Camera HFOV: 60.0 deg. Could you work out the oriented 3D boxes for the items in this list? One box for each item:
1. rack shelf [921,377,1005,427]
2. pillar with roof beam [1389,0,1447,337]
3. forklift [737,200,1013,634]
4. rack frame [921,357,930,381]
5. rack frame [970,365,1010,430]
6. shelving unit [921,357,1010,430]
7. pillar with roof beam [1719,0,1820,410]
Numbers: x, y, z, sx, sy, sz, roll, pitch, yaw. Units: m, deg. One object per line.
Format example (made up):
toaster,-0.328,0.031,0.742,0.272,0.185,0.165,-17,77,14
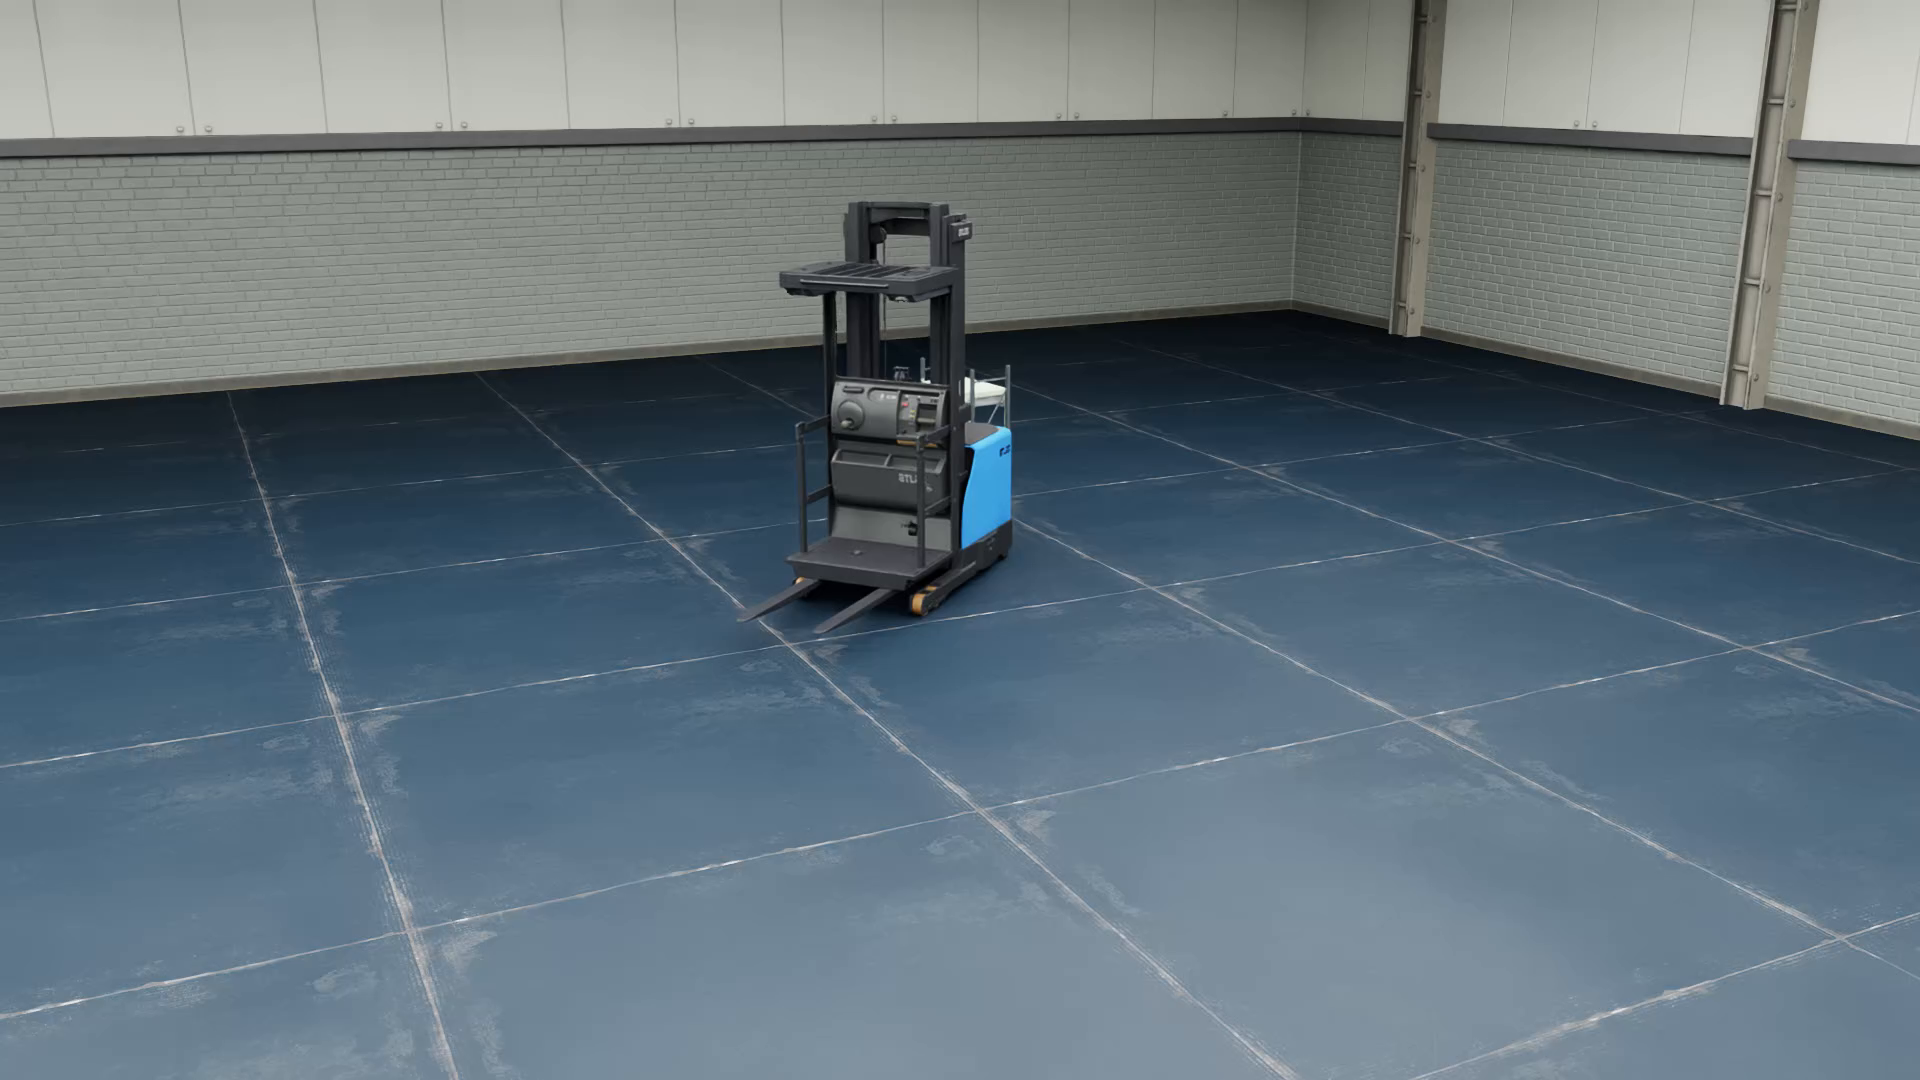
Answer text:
rack shelf,0.041,-1.170,14.193,0.431,0.370,0.720,-11,19,-33
pillar with roof beam,2.824,-6.894,21.958,9.100,9.000,0.400,-8,18,-25
forklift,-0.627,-0.984,12.365,1.130,2.935,3.031,7,17,23
rack frame,-0.169,-0.877,14.588,0.400,1.500,0.023,-11,19,-33
rack frame,0.251,-0.712,14.012,0.400,1.500,0.023,-11,19,-33
shelving unit,0.041,-0.794,14.300,0.431,1.500,0.755,-11,19,-33
pillar with roof beam,5.453,-5.406,16.774,9.100,9.000,0.400,-8,18,-25
